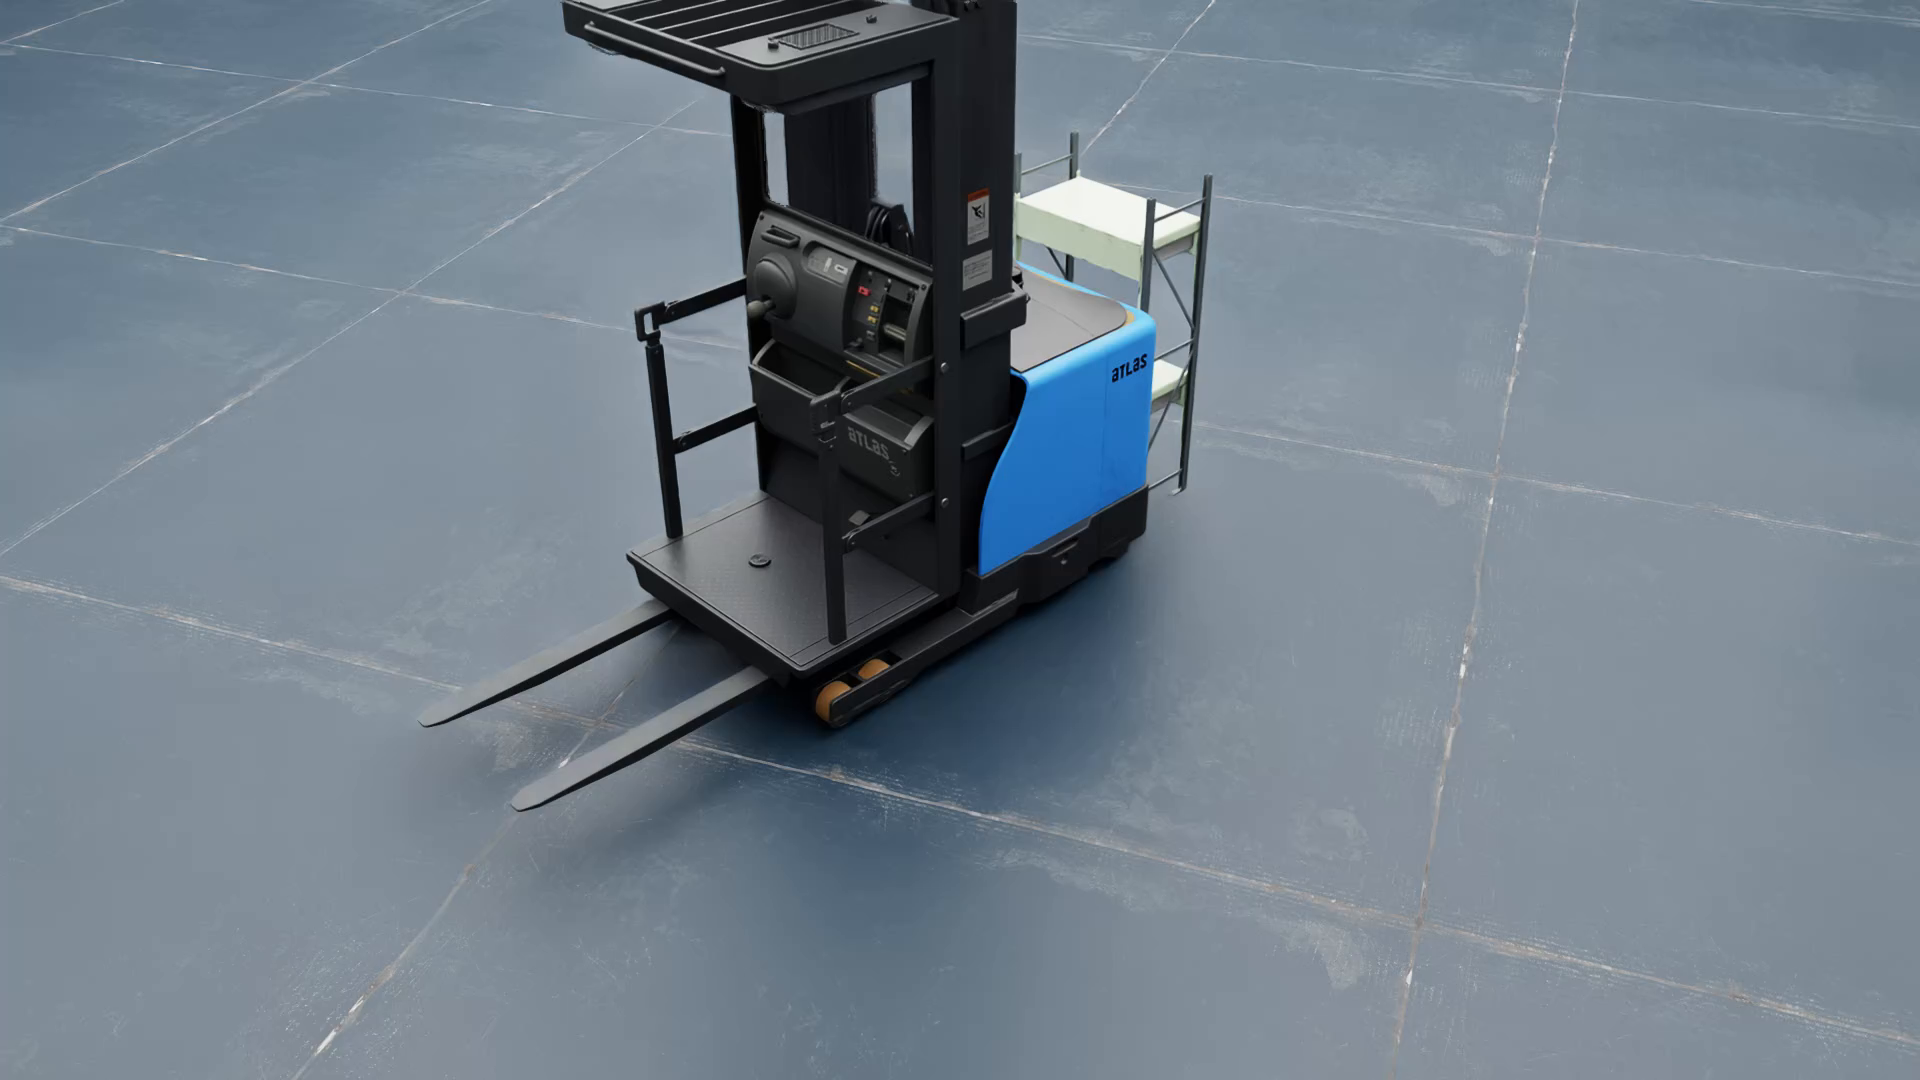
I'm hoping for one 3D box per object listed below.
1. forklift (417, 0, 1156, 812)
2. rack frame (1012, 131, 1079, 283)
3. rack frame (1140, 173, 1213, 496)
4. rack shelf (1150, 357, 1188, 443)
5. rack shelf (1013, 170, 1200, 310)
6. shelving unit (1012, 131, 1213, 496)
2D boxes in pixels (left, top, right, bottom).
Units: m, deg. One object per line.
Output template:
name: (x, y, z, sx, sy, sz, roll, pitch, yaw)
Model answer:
forklift: (-0.600, -0.856, 5.874, 3.031, 2.935, 1.130, -28, 42, -36)
rack frame: (0.371, -1.075, 7.532, 0.400, 1.500, 0.023, -28, 42, -36)
rack frame: (0.887, -0.793, 7.096, 0.400, 1.500, 0.023, -28, 42, -36)
rack shelf: (0.629, -0.660, 7.491, 0.431, 0.370, 0.720, -28, 42, -36)
rack shelf: (0.629, -1.262, 7.102, 0.431, 0.370, 0.720, -28, 42, -36)
shelving unit: (0.629, -0.934, 7.314, 0.431, 1.500, 0.755, -28, 42, -36)
